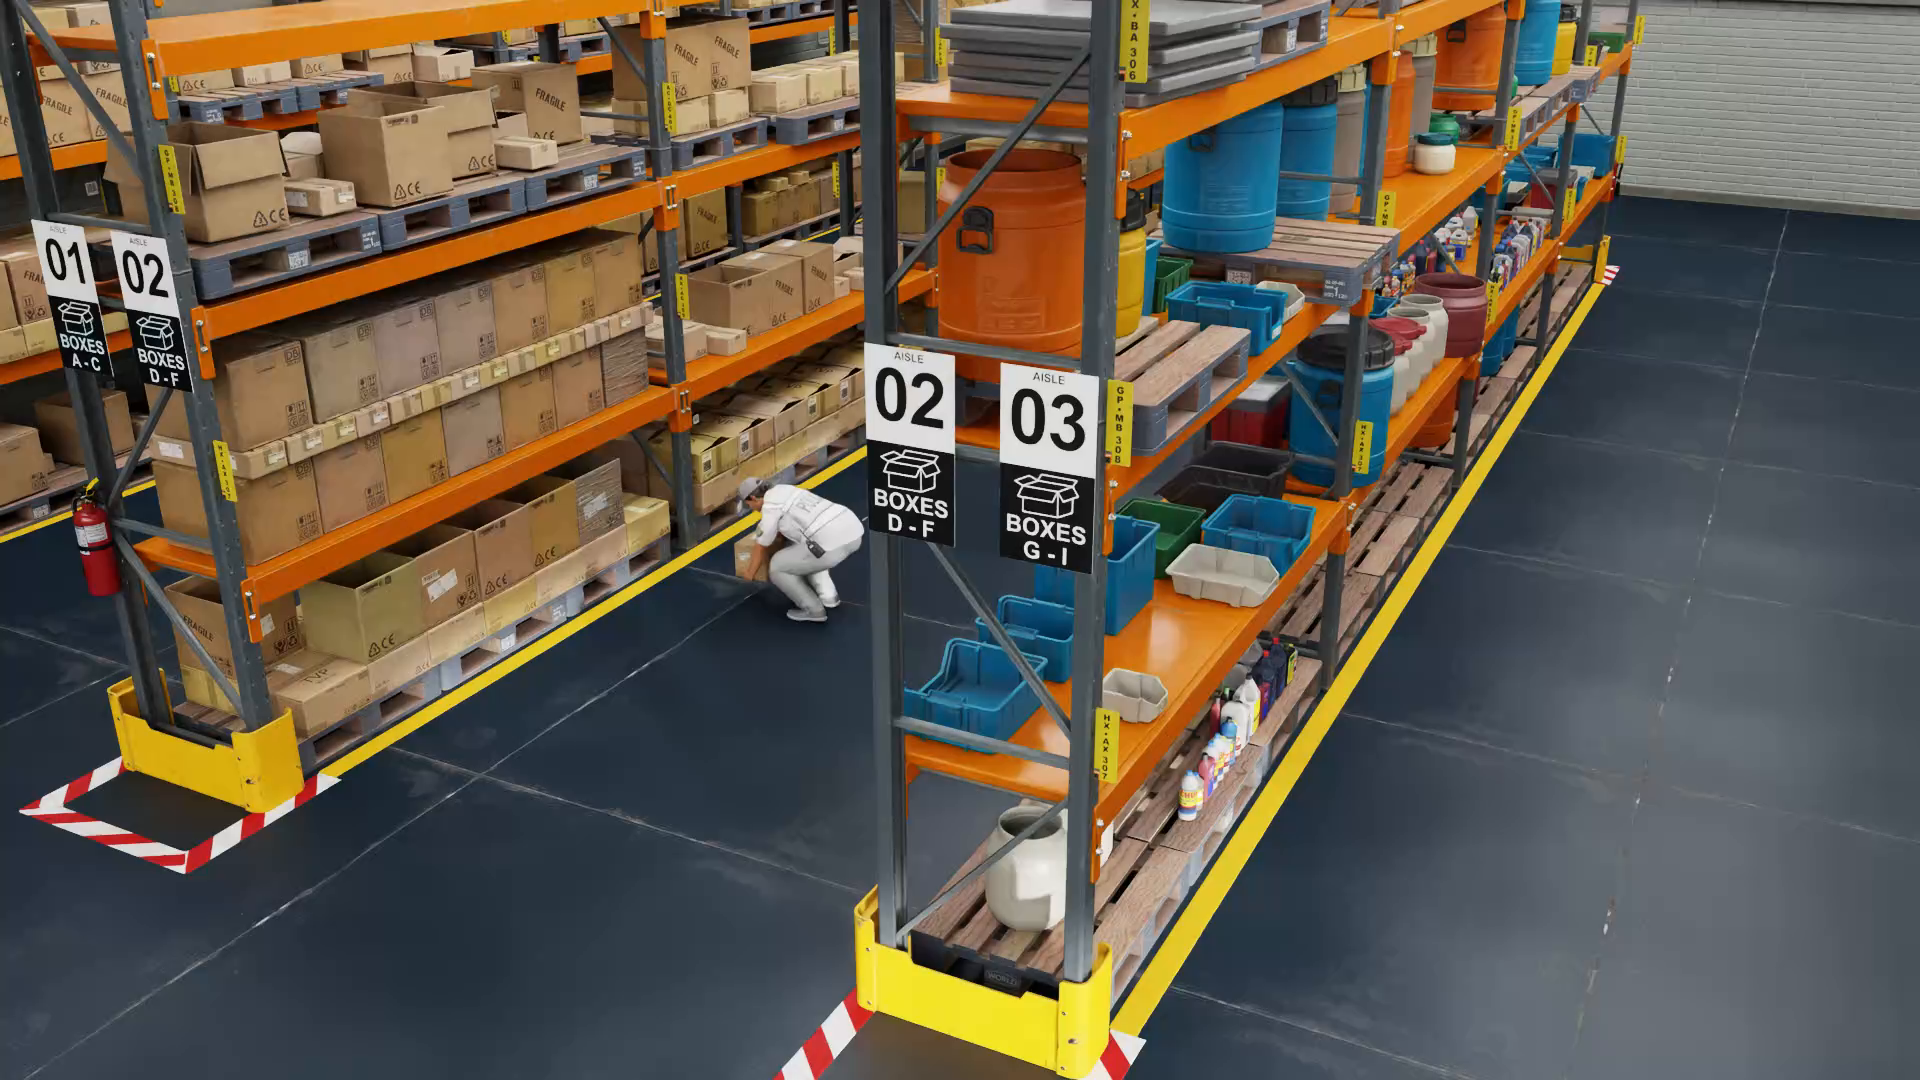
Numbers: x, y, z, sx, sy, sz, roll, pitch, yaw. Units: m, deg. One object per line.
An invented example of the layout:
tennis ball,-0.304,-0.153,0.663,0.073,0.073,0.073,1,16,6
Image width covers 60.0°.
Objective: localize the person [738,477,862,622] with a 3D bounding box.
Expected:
person,-1.123,0.050,11.546,0.871,0.943,0.507,10,25,23
